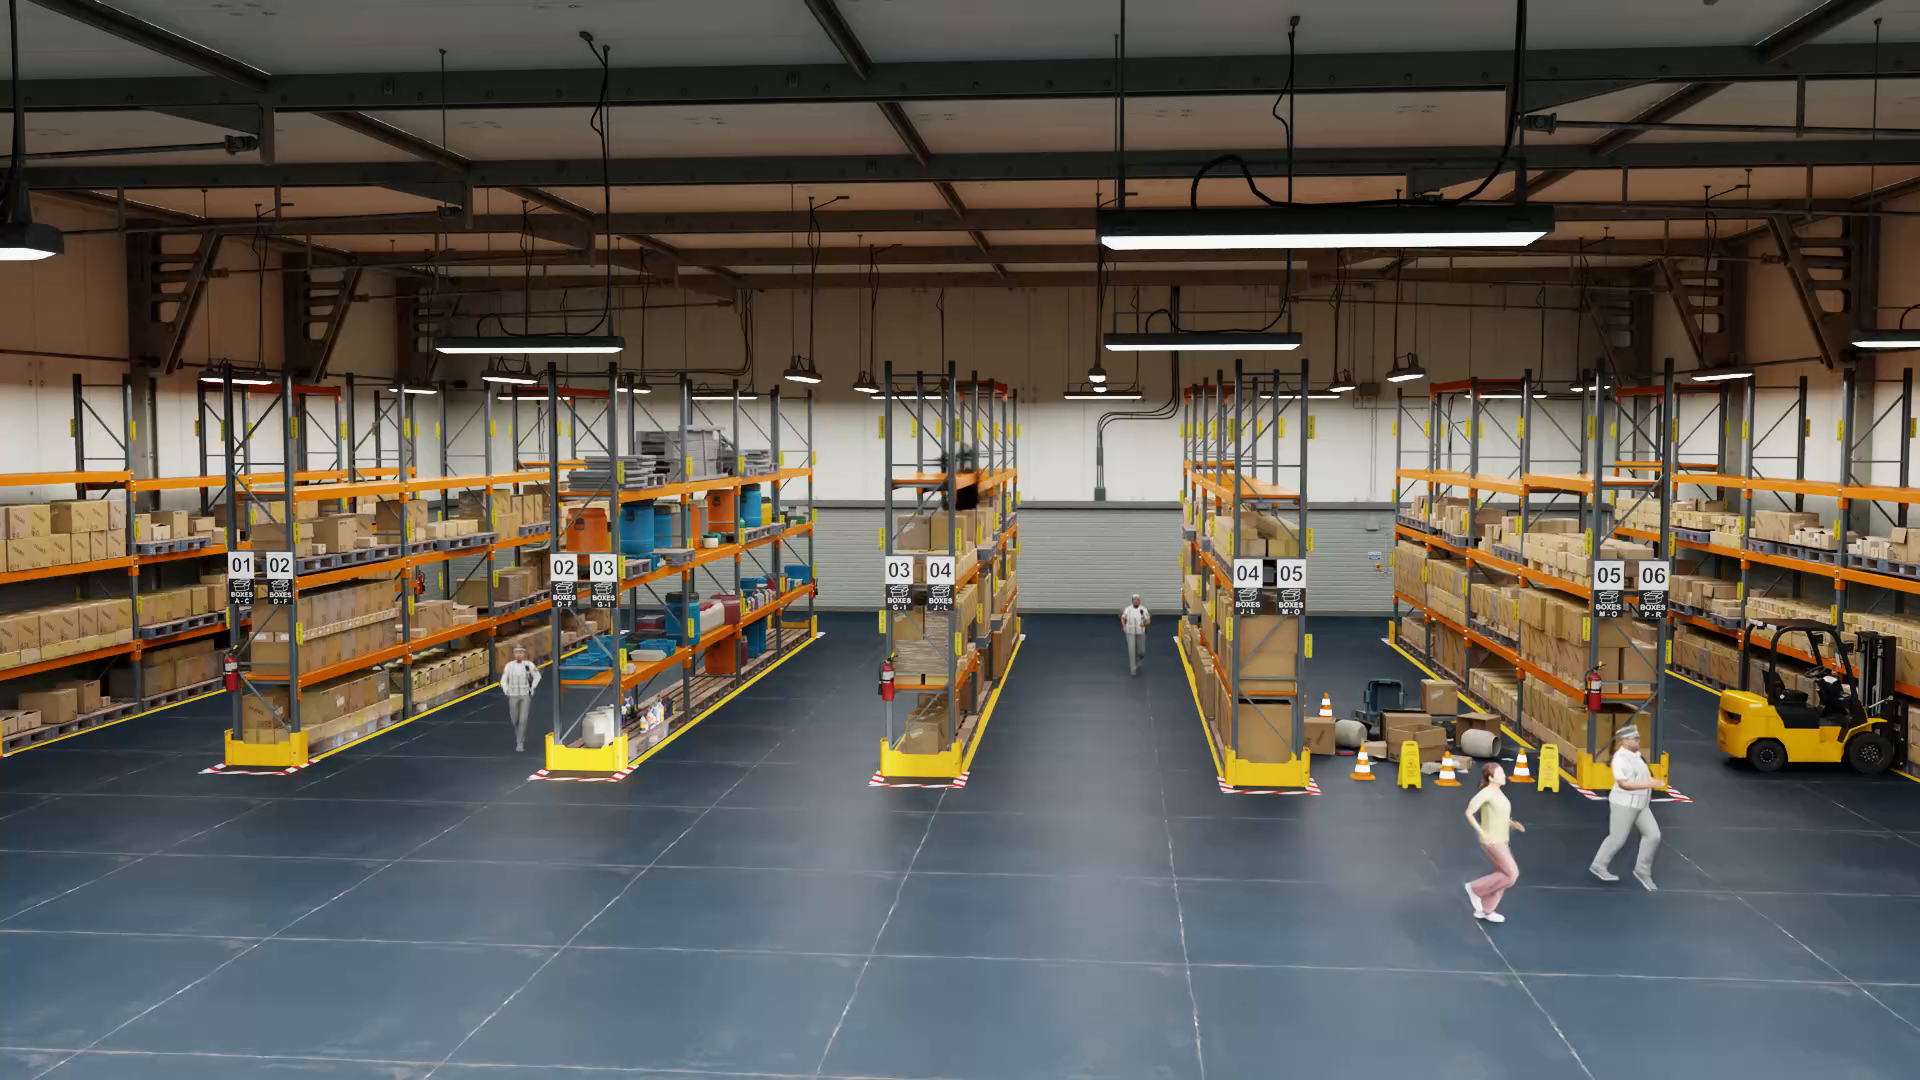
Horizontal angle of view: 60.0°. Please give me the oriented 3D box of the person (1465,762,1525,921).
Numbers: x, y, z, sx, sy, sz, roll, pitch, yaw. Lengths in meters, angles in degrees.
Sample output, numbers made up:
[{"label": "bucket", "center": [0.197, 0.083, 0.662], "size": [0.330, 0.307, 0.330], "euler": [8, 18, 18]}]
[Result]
[{"label": "person", "center": [5.459, 3.075, 16.933], "size": [0.540, 1.627, 0.575], "euler": [3, 5, 37]}]

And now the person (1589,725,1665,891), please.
[{"label": "person", "center": [7.313, 2.925, 18.182], "size": [0.632, 1.847, 0.783], "euler": [-3, 5, -42]}]

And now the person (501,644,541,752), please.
[{"label": "person", "center": [-6.924, 2.461, 26.226], "size": [0.617, 1.677, 0.747], "euler": [-1, 4, -10]}]

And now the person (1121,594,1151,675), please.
[{"label": "person", "center": [3.621, 1.931, 34.292], "size": [0.620, 1.633, 0.803], "euler": [0, 4, 5]}]
